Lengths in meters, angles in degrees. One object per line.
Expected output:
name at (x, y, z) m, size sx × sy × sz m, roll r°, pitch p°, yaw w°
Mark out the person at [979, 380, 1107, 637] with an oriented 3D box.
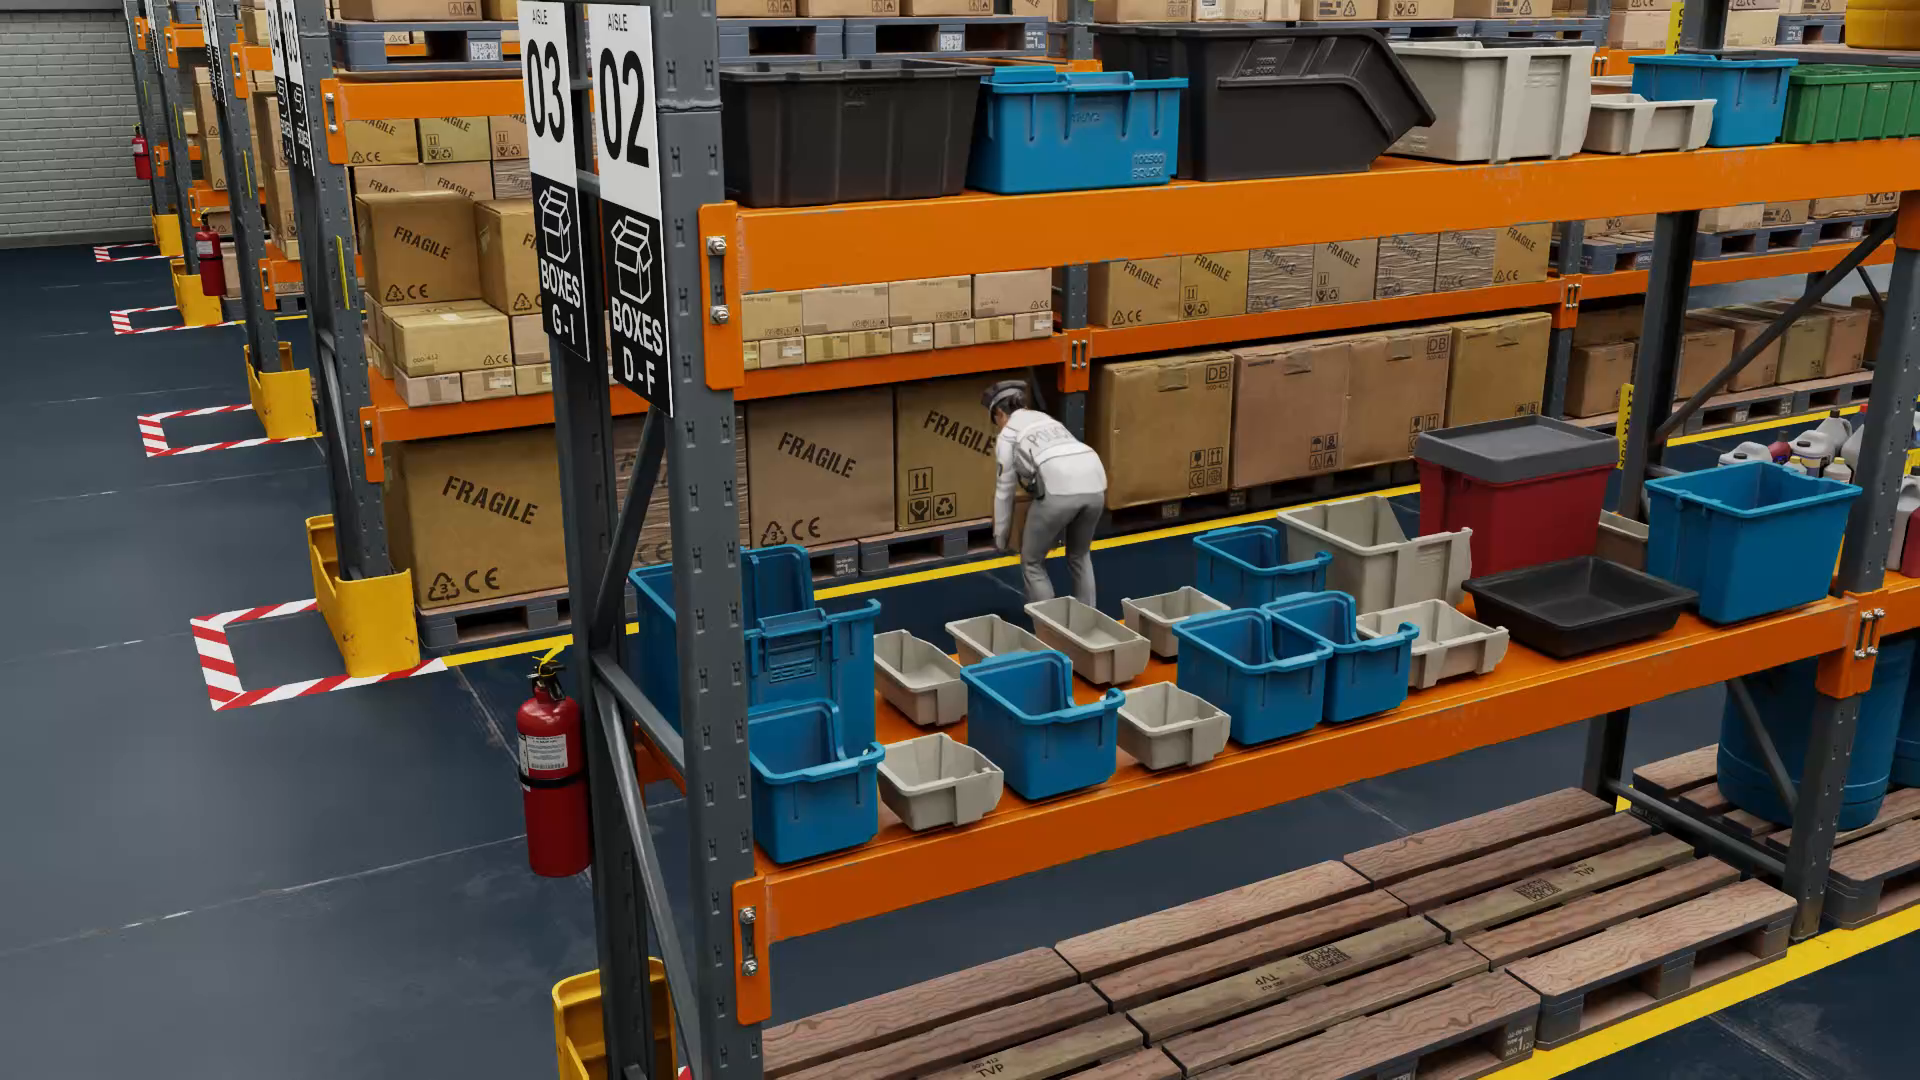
person at (0.396, -0.129, 8.516) m, size 0.412 × 1.306 × 0.887 m, roll -10°, pitch 21°, yaw -28°
